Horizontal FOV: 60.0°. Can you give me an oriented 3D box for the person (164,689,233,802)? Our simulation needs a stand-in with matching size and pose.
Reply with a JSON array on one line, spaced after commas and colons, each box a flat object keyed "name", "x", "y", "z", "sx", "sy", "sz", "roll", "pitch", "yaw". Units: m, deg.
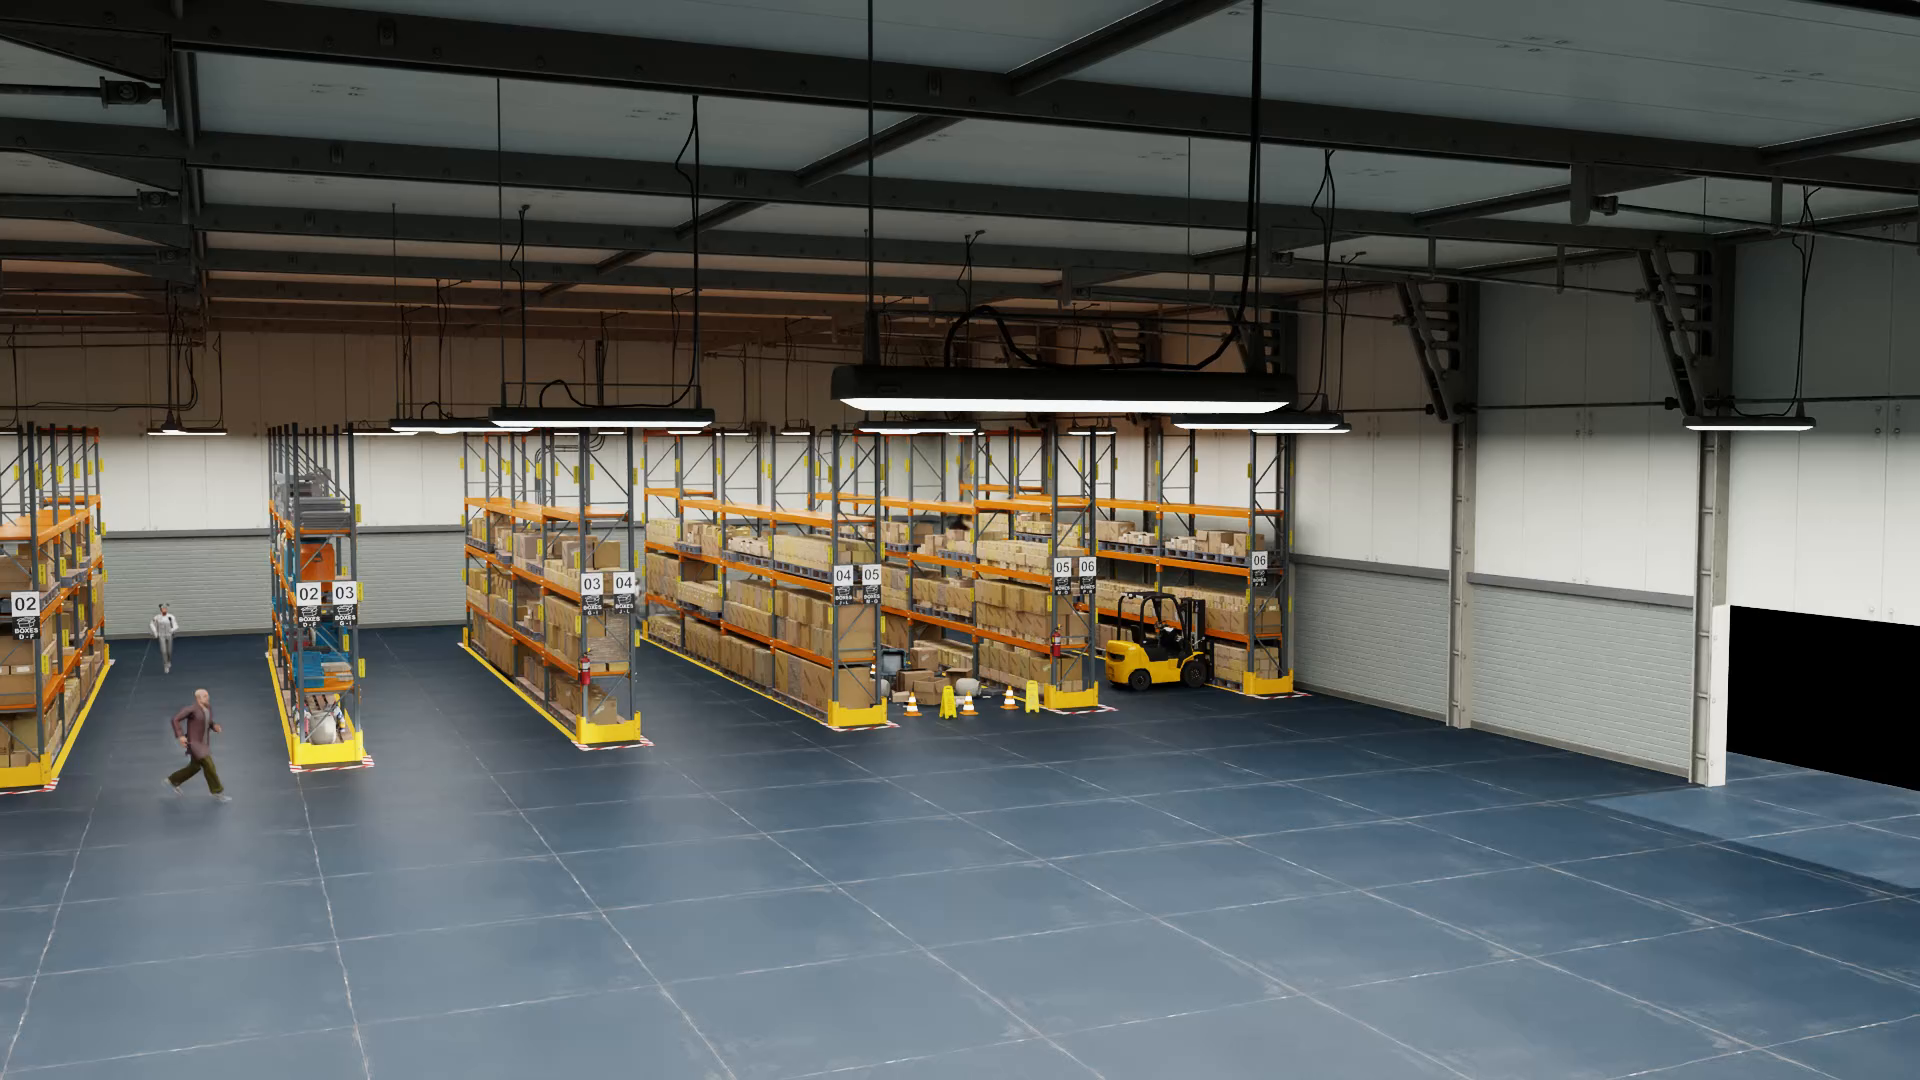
[{"name": "person", "x": -12.012, "y": 3.232, "z": 26.178, "sx": 1.101, "sy": 1.789, "sz": 0.728, "roll": 0, "pitch": 4, "yaw": 6}]

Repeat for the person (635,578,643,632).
[{"name": "person", "x": -9.559, "y": 1.907, "z": 48.631, "sx": 0.832, "sy": 1.691, "sz": 0.590, "roll": -2, "pitch": 4, "yaw": -26}]

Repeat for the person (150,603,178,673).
[{"name": "person", "x": -19.556, "y": 2.386, "z": 40.878, "sx": 0.609, "sy": 1.700, "sz": 0.753, "roll": -2, "pitch": 4, "yaw": -32}]

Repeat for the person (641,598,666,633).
[{"name": "person", "x": -9.022, "y": 1.860, "z": 49.210, "sx": 0.665, "sy": 1.762, "sz": 0.945, "roll": 3, "pitch": 5, "yaw": 42}]
